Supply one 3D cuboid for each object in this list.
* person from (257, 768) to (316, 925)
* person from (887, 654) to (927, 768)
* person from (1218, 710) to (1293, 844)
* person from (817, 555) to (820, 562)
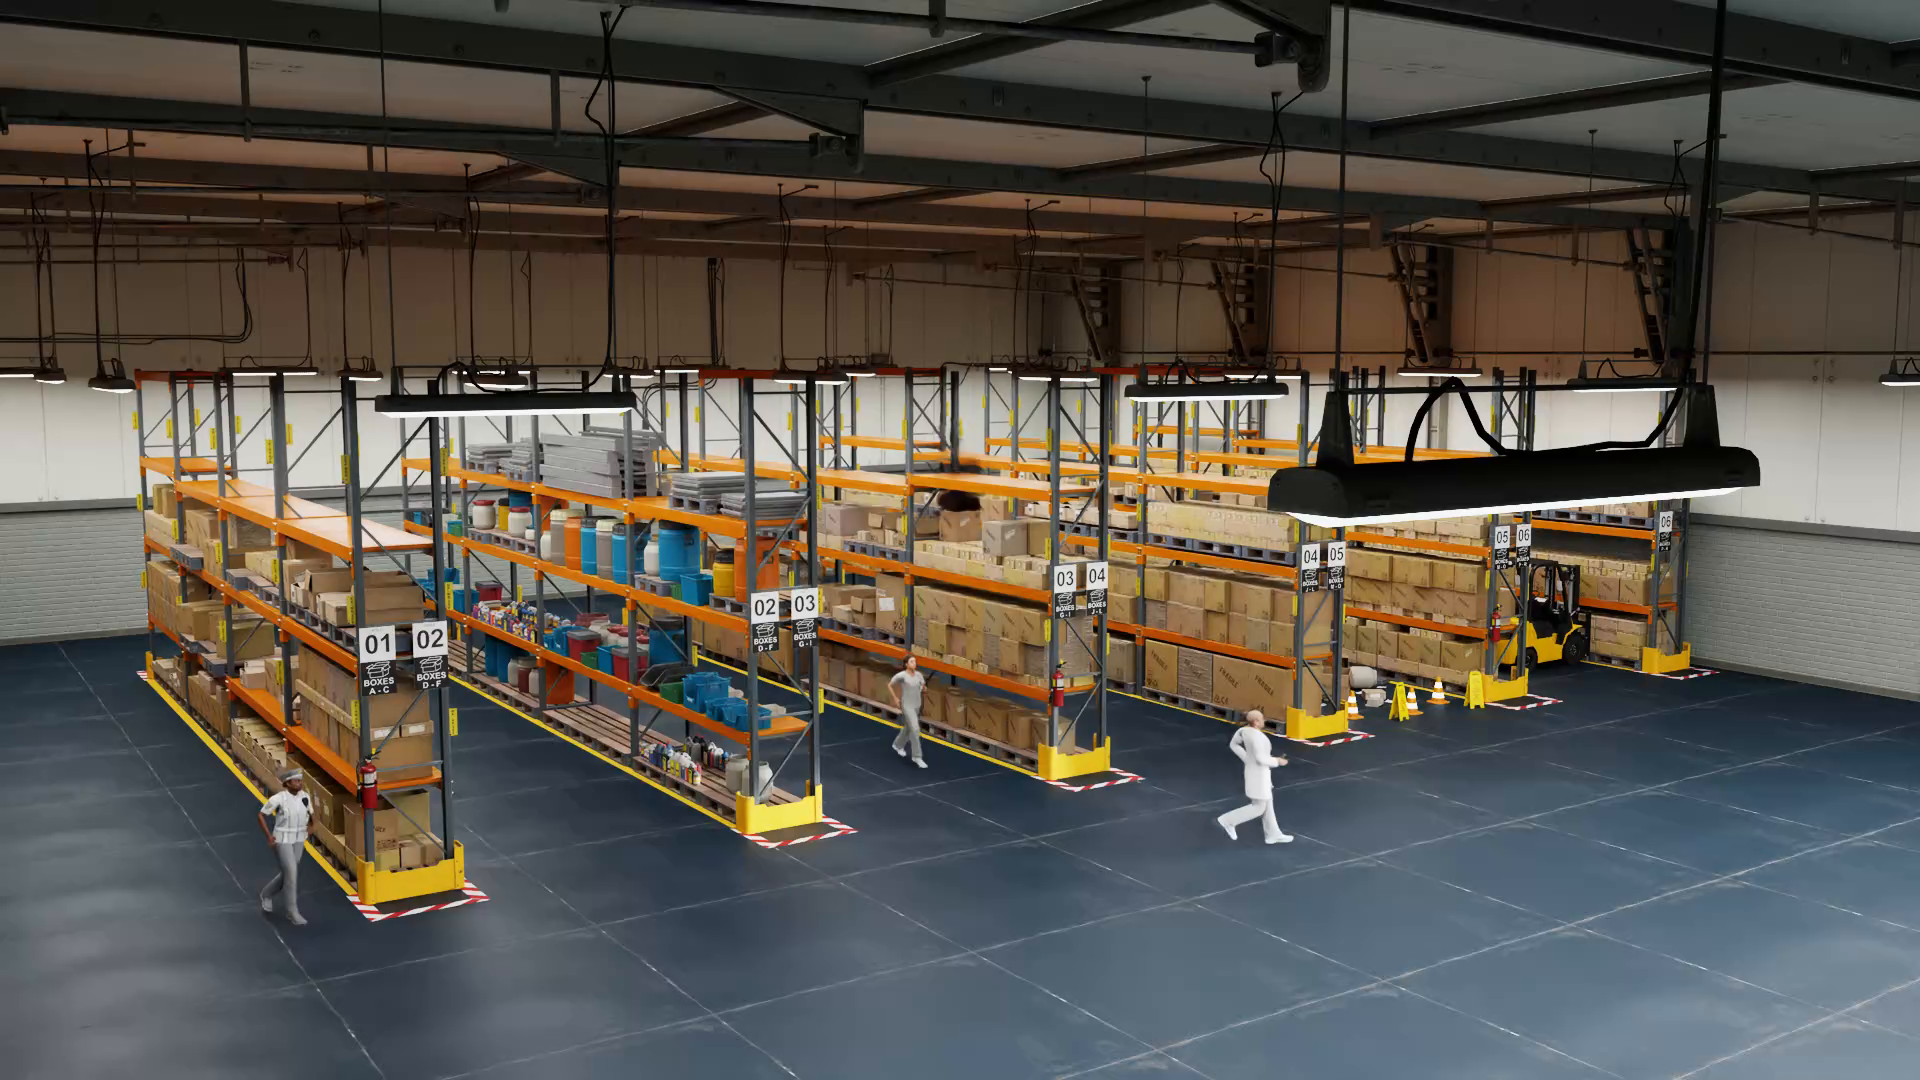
[{"bbox_3d":[-7.524,3.405,18.693,0.779,1.704,0.594,4,7,30],"label":"person"},{"bbox_3d":[-0.774,2.596,25.621,0.879,1.701,0.546,6,9,44],"label":"person"},{"bbox_3d":[3.785,3.042,21.281,1.031,1.756,0.710,-1,7,-8],"label":"person"},{"bbox_3d":[-3.652,0.777,41.686,0.681,1.759,0.596,6,9,42],"label":"person"}]
